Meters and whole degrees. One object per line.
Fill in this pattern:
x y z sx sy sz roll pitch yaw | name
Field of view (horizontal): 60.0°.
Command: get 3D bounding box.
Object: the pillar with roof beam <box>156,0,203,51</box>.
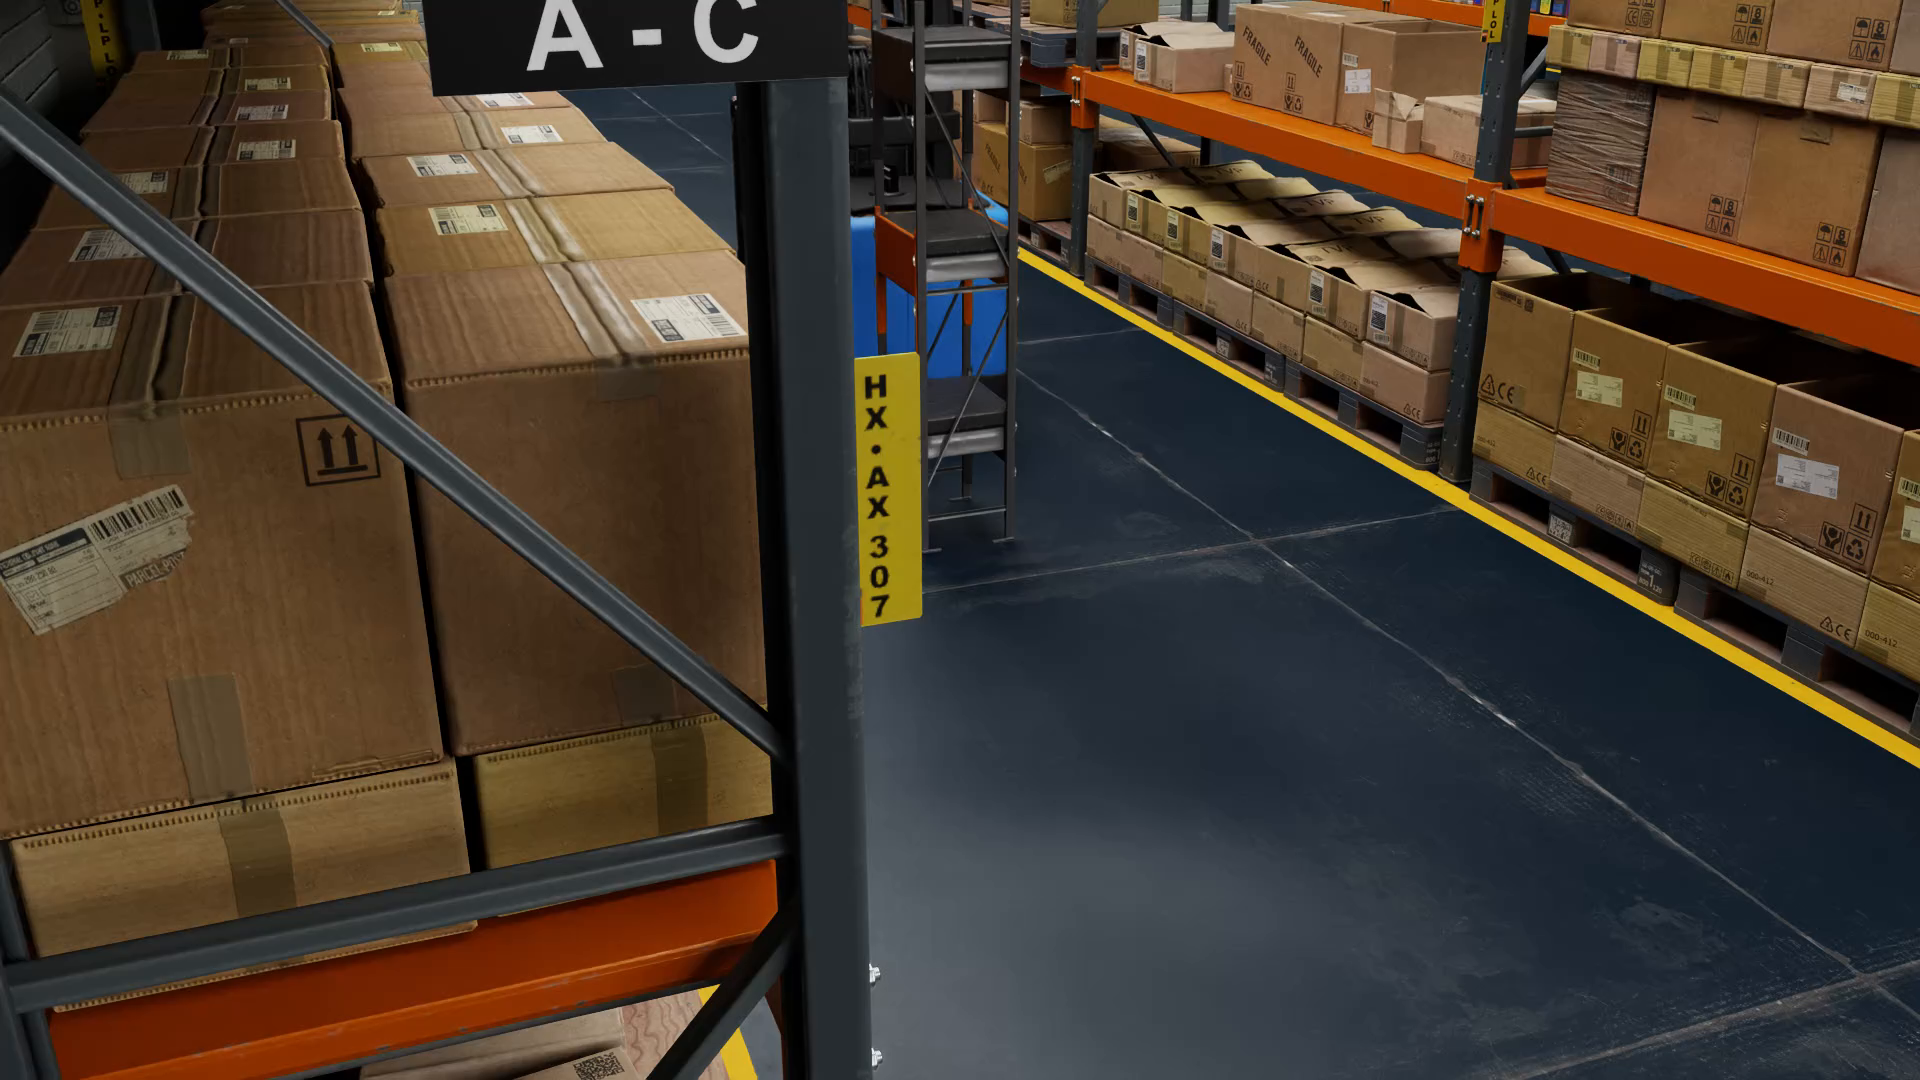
-1.868 -7.430 12.792 9.100 9.000 0.400 -8 24 -19 | pillar with roof beam

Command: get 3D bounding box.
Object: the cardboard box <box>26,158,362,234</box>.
-1.321 -0.378 2.987 0.500 0.500 0.500 -9 24 -20 | cardboard box

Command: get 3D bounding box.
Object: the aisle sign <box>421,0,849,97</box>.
-0.294 -0.792 1.420 0.394 0.787 0.004 -8 24 -19 | aisle sign

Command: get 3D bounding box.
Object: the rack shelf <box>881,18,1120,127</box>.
0.500 -3.562 12.265 1.077 0.370 4.000 -8 24 -19 | rack shelf

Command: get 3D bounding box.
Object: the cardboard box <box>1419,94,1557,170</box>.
2.405 -1.817 7.392 0.500 0.250 0.500 -7 24 -16 | cardboard box

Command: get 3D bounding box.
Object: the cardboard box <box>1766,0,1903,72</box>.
3.139 -1.831 5.434 0.700 0.500 0.500 -8 24 -19 | cardboard box

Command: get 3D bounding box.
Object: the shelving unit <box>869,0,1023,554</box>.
-0.058 -1.028 6.485 0.431 2.100 0.503 -8 24 -19 | shelving unit

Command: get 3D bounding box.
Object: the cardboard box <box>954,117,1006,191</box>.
0.283 -2.903 12.428 0.500 0.500 0.500 -9 25 -21 | cardboard box

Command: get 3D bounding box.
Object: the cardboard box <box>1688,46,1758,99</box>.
2.809 -1.654 5.849 0.380 0.149 0.250 -9 24 -19 | cardboard box

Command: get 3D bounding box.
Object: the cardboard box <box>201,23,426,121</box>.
-2.161 -1.471 5.682 0.700 0.500 0.500 -8 24 -19 | cardboard box

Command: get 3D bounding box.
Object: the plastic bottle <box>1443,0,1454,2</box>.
4.365 -4.888 14.644 0.152 0.276 0.135 -8 24 -19 | plastic bottle

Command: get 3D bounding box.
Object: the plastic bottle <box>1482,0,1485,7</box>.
4.563 -4.684 14.162 0.152 0.276 0.135 -8 24 -19 | plastic bottle

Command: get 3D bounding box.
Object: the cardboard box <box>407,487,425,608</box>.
-0.672 0.073 2.881 0.500 0.250 0.500 -9 25 -21 | cardboard box

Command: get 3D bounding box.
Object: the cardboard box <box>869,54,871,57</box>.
-0.875 -4.354 15.867 0.797 0.503 0.637 -8 24 -19 | cardboard box

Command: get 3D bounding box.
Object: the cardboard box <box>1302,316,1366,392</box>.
2.025 -0.935 8.105 0.500 0.250 0.500 -9 24 -20 | cardboard box

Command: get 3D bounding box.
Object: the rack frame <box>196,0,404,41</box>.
-3.426 -2.486 8.785 1.000 3.000 0.127 -8 24 -19 | rack frame

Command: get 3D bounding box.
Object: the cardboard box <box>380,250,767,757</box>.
-0.487 -0.079 2.278 0.500 0.500 0.500 -8 24 -19 | cardboard box

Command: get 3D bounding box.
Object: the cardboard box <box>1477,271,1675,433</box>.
2.491 -0.774 6.758 0.500 0.500 0.500 -8 24 -19 | cardboard box

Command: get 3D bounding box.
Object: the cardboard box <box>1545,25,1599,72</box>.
2.534 -1.934 6.513 0.380 0.149 0.250 -8 24 -19 | cardboard box

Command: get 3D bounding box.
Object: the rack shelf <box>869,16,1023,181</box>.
-0.058 -1.660 6.218 0.431 0.518 0.480 -8 24 -19 | rack shelf

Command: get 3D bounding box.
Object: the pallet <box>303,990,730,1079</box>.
-0.881 1.378 3.208 1.003 0.211 1.213 -8 24 -19 | pallet

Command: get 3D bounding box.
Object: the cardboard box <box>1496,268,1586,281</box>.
2.707 -1.083 7.734 0.500 0.311 0.500 -8 24 -19 | cardboard box

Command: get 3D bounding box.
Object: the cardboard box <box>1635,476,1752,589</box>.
2.844 -0.065 6.042 0.500 0.250 0.500 -8 24 -19 | cardboard box

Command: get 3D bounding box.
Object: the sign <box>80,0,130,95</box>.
-2.531 -1.488 4.929 0.100 0.325 0.005 -8 24 -19 | sign

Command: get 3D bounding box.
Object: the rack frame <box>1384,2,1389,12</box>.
4.429 -5.298 15.459 1.000 3.000 0.127 -8 24 -19 | rack frame

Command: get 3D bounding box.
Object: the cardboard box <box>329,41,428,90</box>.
-1.557 -1.189 4.910 0.500 0.500 0.500 -8 24 -19 | cardboard box

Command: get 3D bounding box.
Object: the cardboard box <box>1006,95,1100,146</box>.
0.633 -2.891 11.433 0.500 0.250 0.500 -7 24 -17 | cardboard box

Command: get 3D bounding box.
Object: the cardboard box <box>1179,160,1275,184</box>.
1.622 -2.195 10.373 0.500 0.311 0.500 -8 24 -18 | cardboard box

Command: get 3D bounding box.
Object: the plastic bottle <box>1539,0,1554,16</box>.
4.784 -4.411 13.503 0.061 0.283 0.133 -8 24 -19 | plastic bottle

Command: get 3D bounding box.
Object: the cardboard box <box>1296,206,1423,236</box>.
2.163 -1.641 9.059 0.500 0.311 0.500 -8 24 -18 | cardboard box

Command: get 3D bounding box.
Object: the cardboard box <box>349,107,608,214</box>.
-1.023 -0.635 3.596 0.500 0.500 0.500 -8 24 -17 | cardboard box

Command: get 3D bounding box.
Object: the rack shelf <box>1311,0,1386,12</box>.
3.723 -5.694 17.323 1.077 0.370 4.000 -8 24 -19 | rack shelf

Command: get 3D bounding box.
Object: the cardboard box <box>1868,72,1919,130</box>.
3.084 -1.372 5.179 0.380 0.149 0.250 -9 24 -19 | cardboard box

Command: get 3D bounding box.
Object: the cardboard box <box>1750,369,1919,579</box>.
3.023 -0.229 5.466 0.500 0.500 0.500 -8 24 -19 | cardboard box

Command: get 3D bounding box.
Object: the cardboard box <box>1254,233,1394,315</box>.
1.845 -1.376 8.430 0.500 0.311 0.500 -8 24 -19 | cardboard box

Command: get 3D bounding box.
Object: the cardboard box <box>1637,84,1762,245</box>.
2.975 -1.408 6.100 0.700 0.500 0.500 -9 24 -20 | cardboard box

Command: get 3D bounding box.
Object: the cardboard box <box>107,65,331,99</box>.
-1.863 -0.930 4.296 0.500 0.500 0.500 -8 24 -19 | cardboard box

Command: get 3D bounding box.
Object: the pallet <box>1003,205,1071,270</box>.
0.978 -2.158 11.599 1.003 0.211 1.213 -8 24 -19 | pallet

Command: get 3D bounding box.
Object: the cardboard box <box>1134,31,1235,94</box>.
1.342 -2.774 9.584 0.500 0.311 0.500 -9 24 -20 | cardboard box

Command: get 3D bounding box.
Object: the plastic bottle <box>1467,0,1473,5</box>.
4.450 -4.737 14.382 0.097 0.201 0.097 0 23 0 | plastic bottle

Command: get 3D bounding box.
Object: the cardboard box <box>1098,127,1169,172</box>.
1.123 -2.612 11.736 0.500 0.500 0.500 -9 25 -21 | cardboard box

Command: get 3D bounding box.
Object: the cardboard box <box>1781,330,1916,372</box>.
3.334 -0.482 6.067 0.500 0.500 0.500 -8 24 -19 | cardboard box

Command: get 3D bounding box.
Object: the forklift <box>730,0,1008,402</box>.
-0.635 -2.355 8.565 1.130 2.935 3.031 -6 24 -14 | forklift

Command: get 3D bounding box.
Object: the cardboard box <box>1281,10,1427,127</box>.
2.001 -2.414 8.487 0.500 0.500 0.500 -8 24 -19 | cardboard box

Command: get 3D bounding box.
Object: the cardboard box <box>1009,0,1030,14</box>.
0.734 -3.978 11.657 0.700 0.500 0.500 -4 23 -9 | cardboard box

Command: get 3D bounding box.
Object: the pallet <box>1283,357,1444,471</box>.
2.323 -0.691 8.117 1.003 0.211 1.213 -8 24 -19 | pallet

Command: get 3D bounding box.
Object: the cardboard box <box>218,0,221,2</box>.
-2.790 -2.115 7.212 0.700 0.500 0.500 -8 24 -19 | cardboard box

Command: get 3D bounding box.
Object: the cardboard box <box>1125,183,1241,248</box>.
1.311 -1.931 9.748 0.500 0.311 0.500 -9 24 -20 | cardboard box

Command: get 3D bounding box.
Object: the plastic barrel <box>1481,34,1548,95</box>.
4.855 -4.068 14.700 0.600 0.901 0.708 -8 24 -19 | plastic barrel

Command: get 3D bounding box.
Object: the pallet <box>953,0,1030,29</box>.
0.516 -3.784 12.114 1.003 0.211 1.213 -8 24 -19 | pallet

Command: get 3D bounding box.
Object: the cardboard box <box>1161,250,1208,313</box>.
1.485 -1.492 9.427 0.500 0.250 0.500 -9 24 -20 | cardboard box
